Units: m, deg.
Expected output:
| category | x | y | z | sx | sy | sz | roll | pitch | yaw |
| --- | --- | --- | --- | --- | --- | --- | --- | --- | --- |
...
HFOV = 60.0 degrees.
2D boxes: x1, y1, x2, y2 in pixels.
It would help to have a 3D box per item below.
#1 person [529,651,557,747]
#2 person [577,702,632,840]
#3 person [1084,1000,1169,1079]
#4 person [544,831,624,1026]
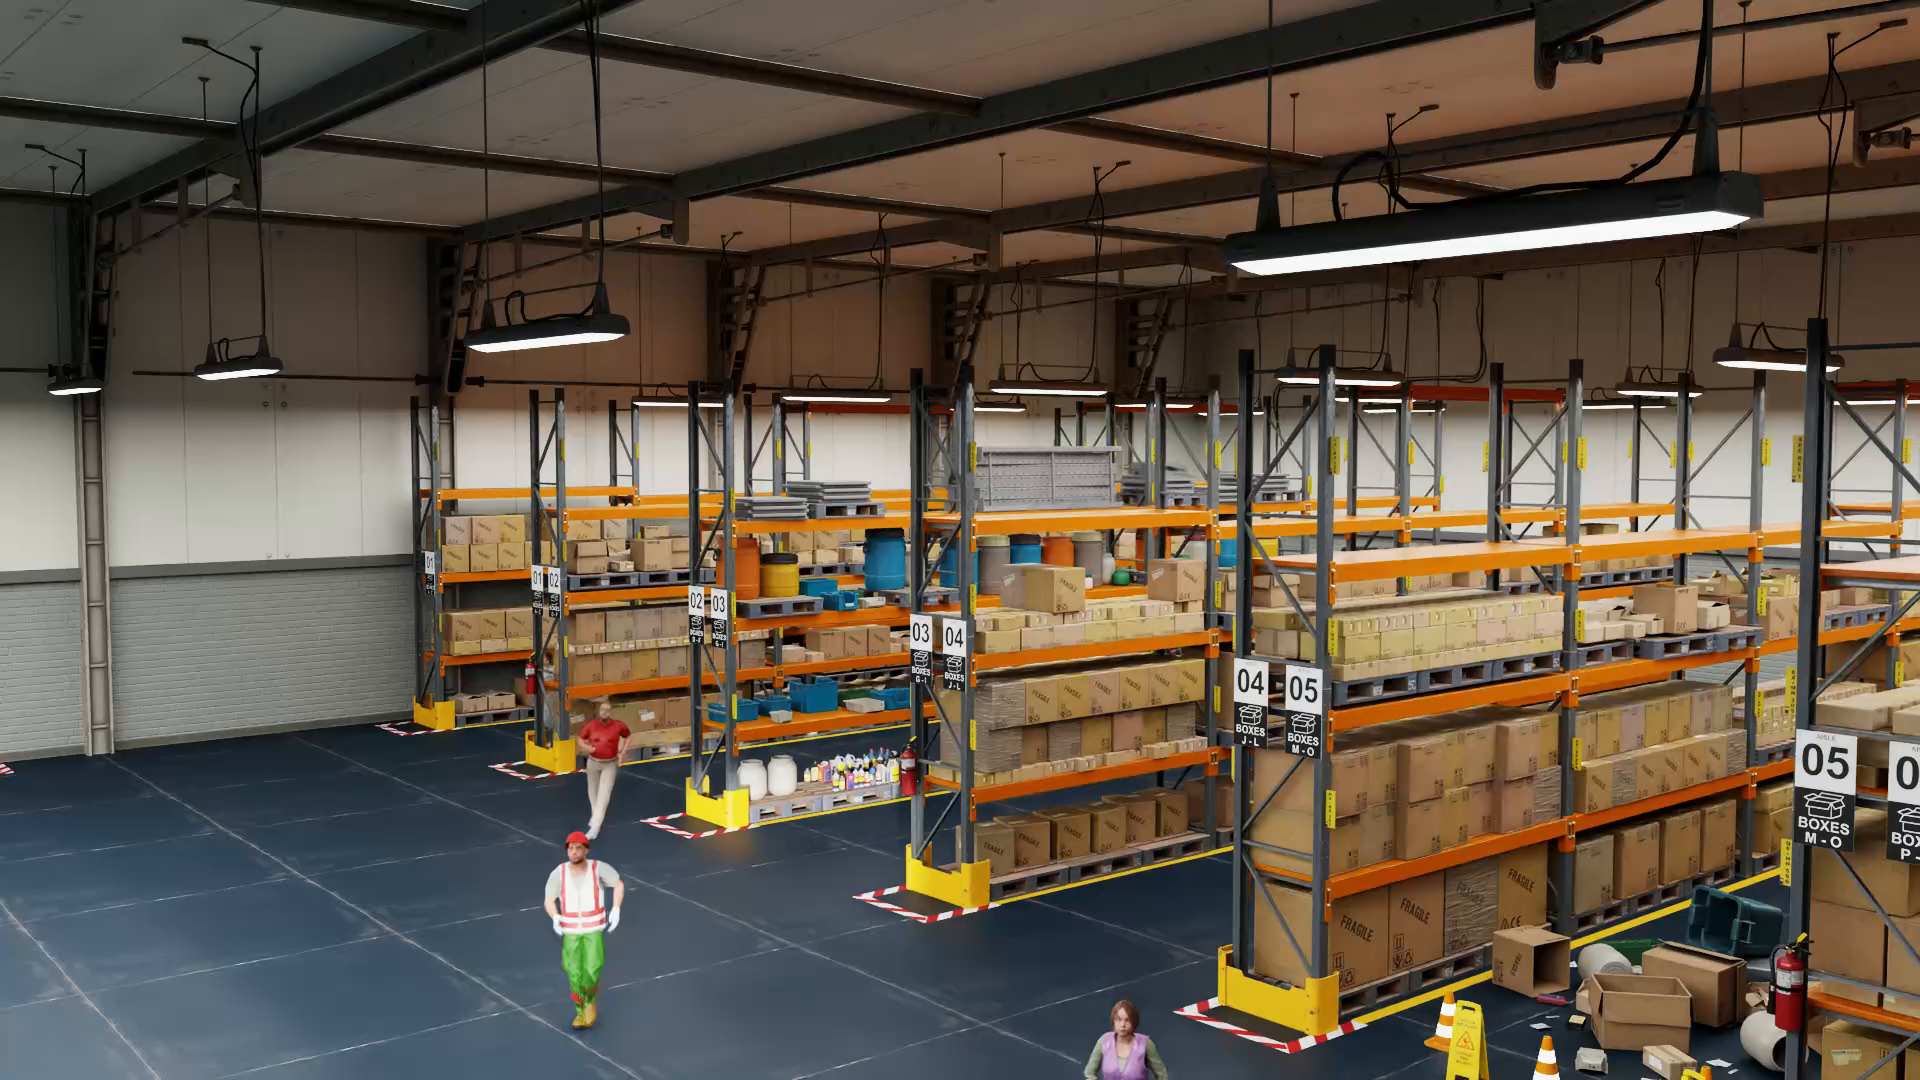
| category | x | y | z | sx | sy | sz | roll | pitch | yaw |
| --- | --- | --- | --- | --- | --- | --- | --- | --- | --- |
| person | -6.951 | 2.689 | 28.157 | 0.609 | 1.624 | 0.601 | 3 | 4 | 40 |
| person | -4.706 | 3.000 | 21.947 | 0.688 | 1.744 | 0.906 | 0 | 3 | 0 |
| person | 1.080 | 3.757 | 10.837 | 0.557 | 1.545 | 0.601 | 1 | 3 | 12 |
| person | -3.306 | 3.425 | 14.555 | 0.673 | 1.739 | 0.585 | 0 | 3 | -5 |
